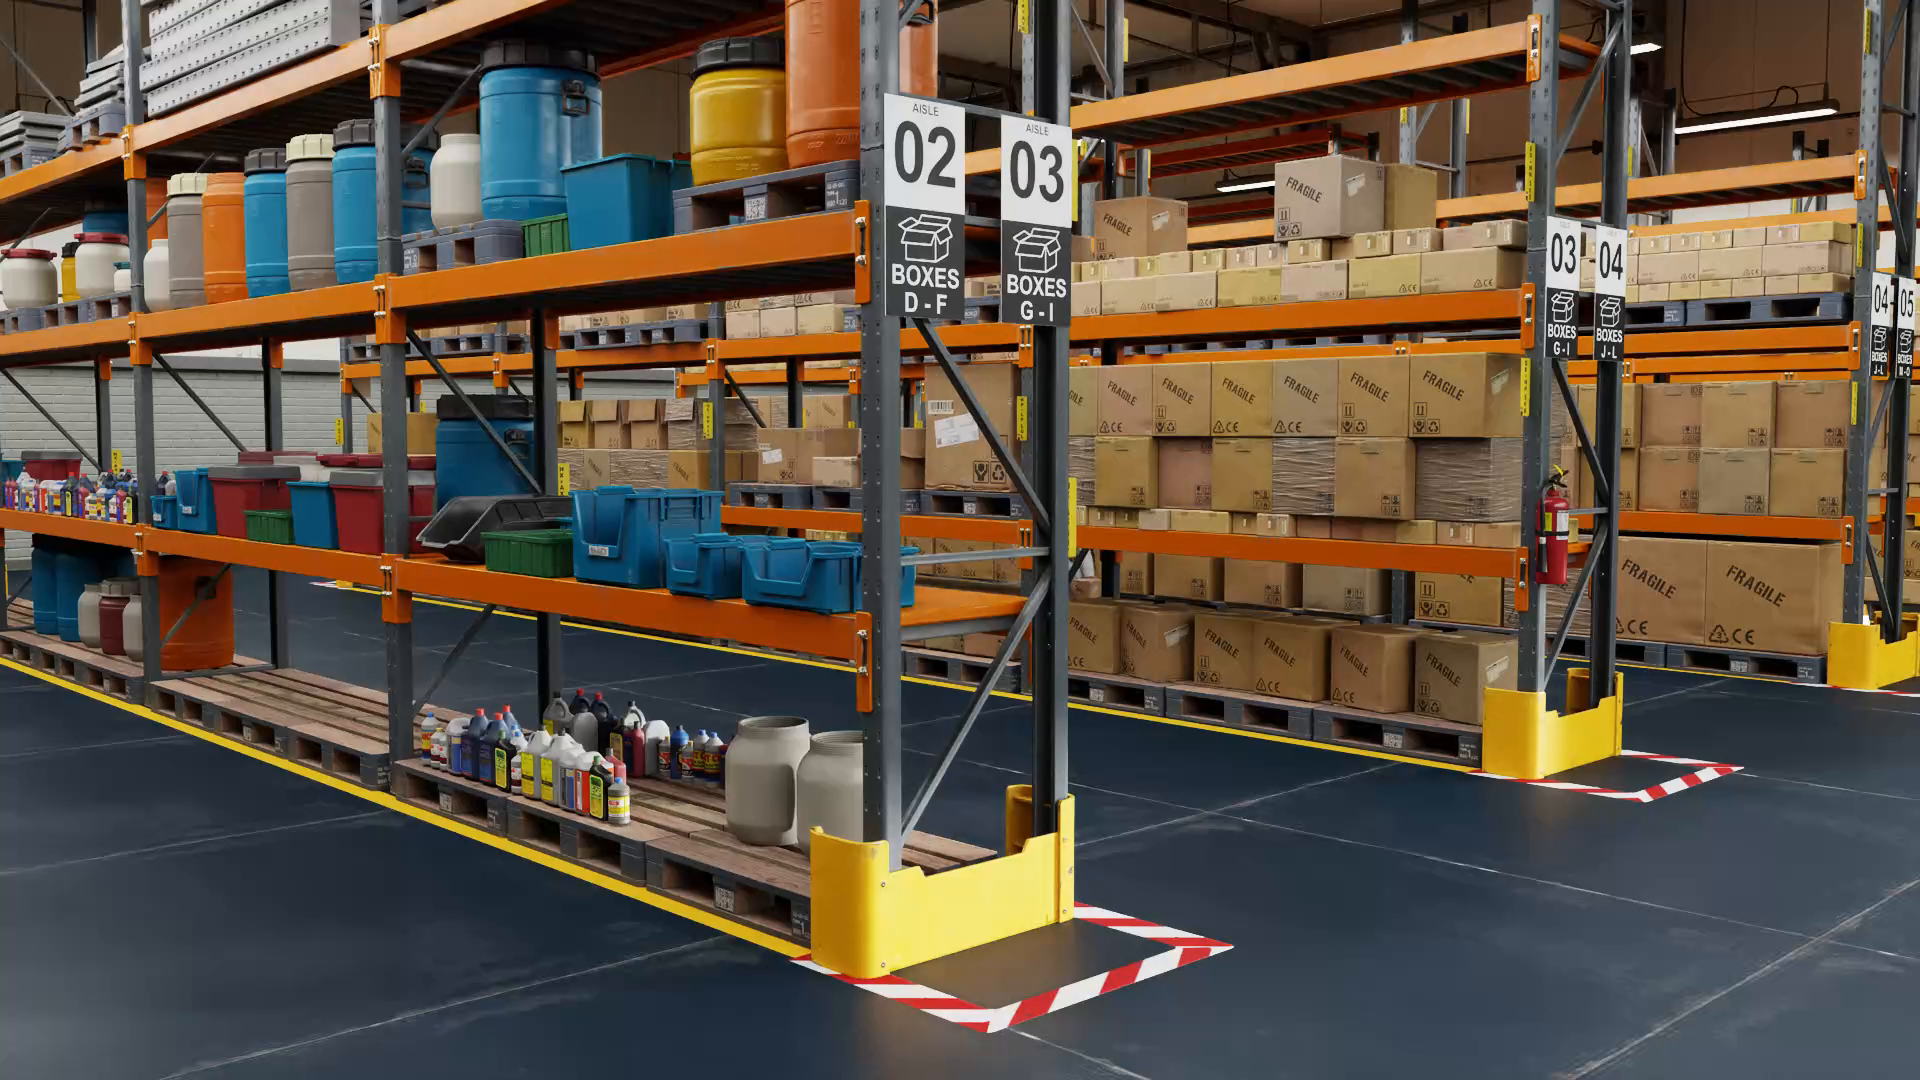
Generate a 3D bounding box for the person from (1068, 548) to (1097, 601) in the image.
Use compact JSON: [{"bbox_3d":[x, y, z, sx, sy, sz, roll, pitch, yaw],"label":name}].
[{"bbox_3d":[1.039,0.251,17.472,0.821,1.180,0.626,4,5,45],"label":"person"}]
